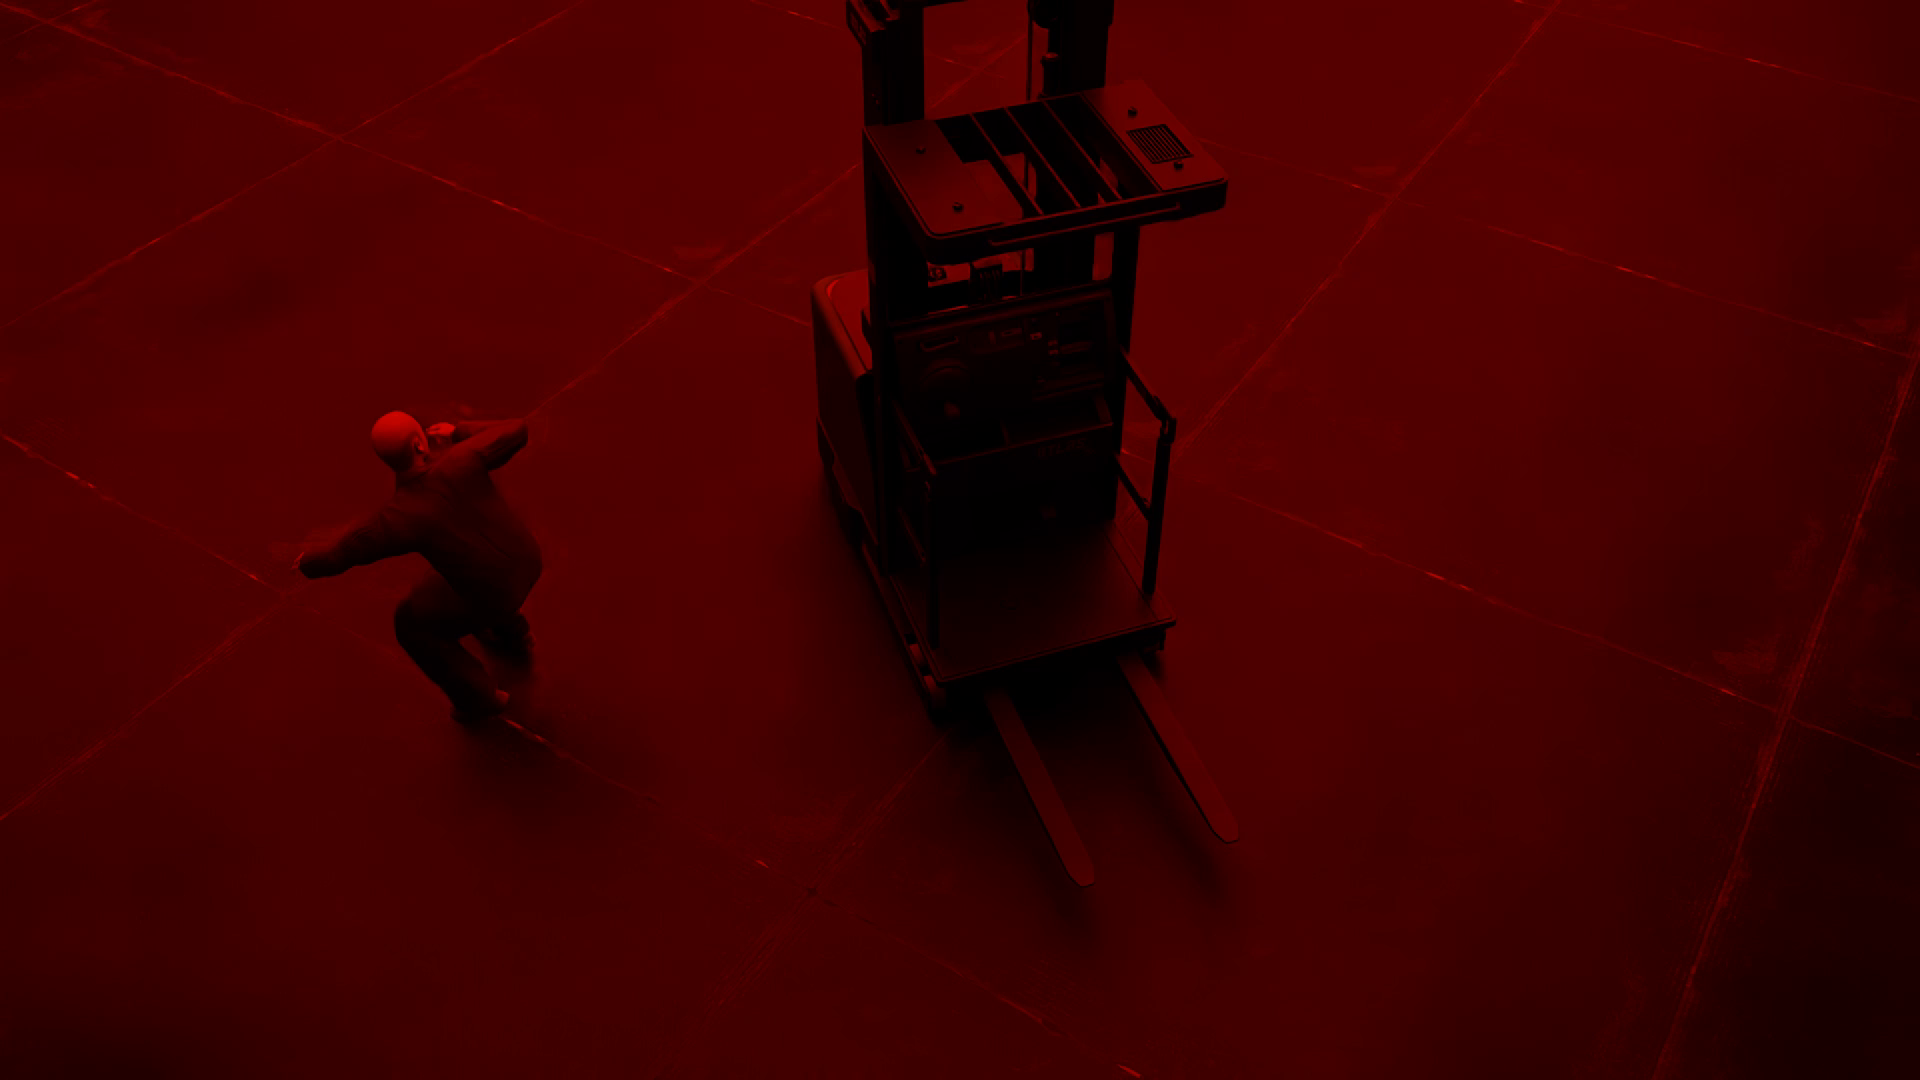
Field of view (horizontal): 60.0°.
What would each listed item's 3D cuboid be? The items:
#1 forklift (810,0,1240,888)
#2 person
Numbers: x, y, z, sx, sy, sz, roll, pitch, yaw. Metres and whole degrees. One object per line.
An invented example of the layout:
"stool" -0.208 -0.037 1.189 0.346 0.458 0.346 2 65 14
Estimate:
"forklift" 0.263 -0.648 6.532 1.130 2.935 3.031 -14 45 -14
"person" -2.175 0.034 6.888 0.948 1.513 0.854 19 47 19
